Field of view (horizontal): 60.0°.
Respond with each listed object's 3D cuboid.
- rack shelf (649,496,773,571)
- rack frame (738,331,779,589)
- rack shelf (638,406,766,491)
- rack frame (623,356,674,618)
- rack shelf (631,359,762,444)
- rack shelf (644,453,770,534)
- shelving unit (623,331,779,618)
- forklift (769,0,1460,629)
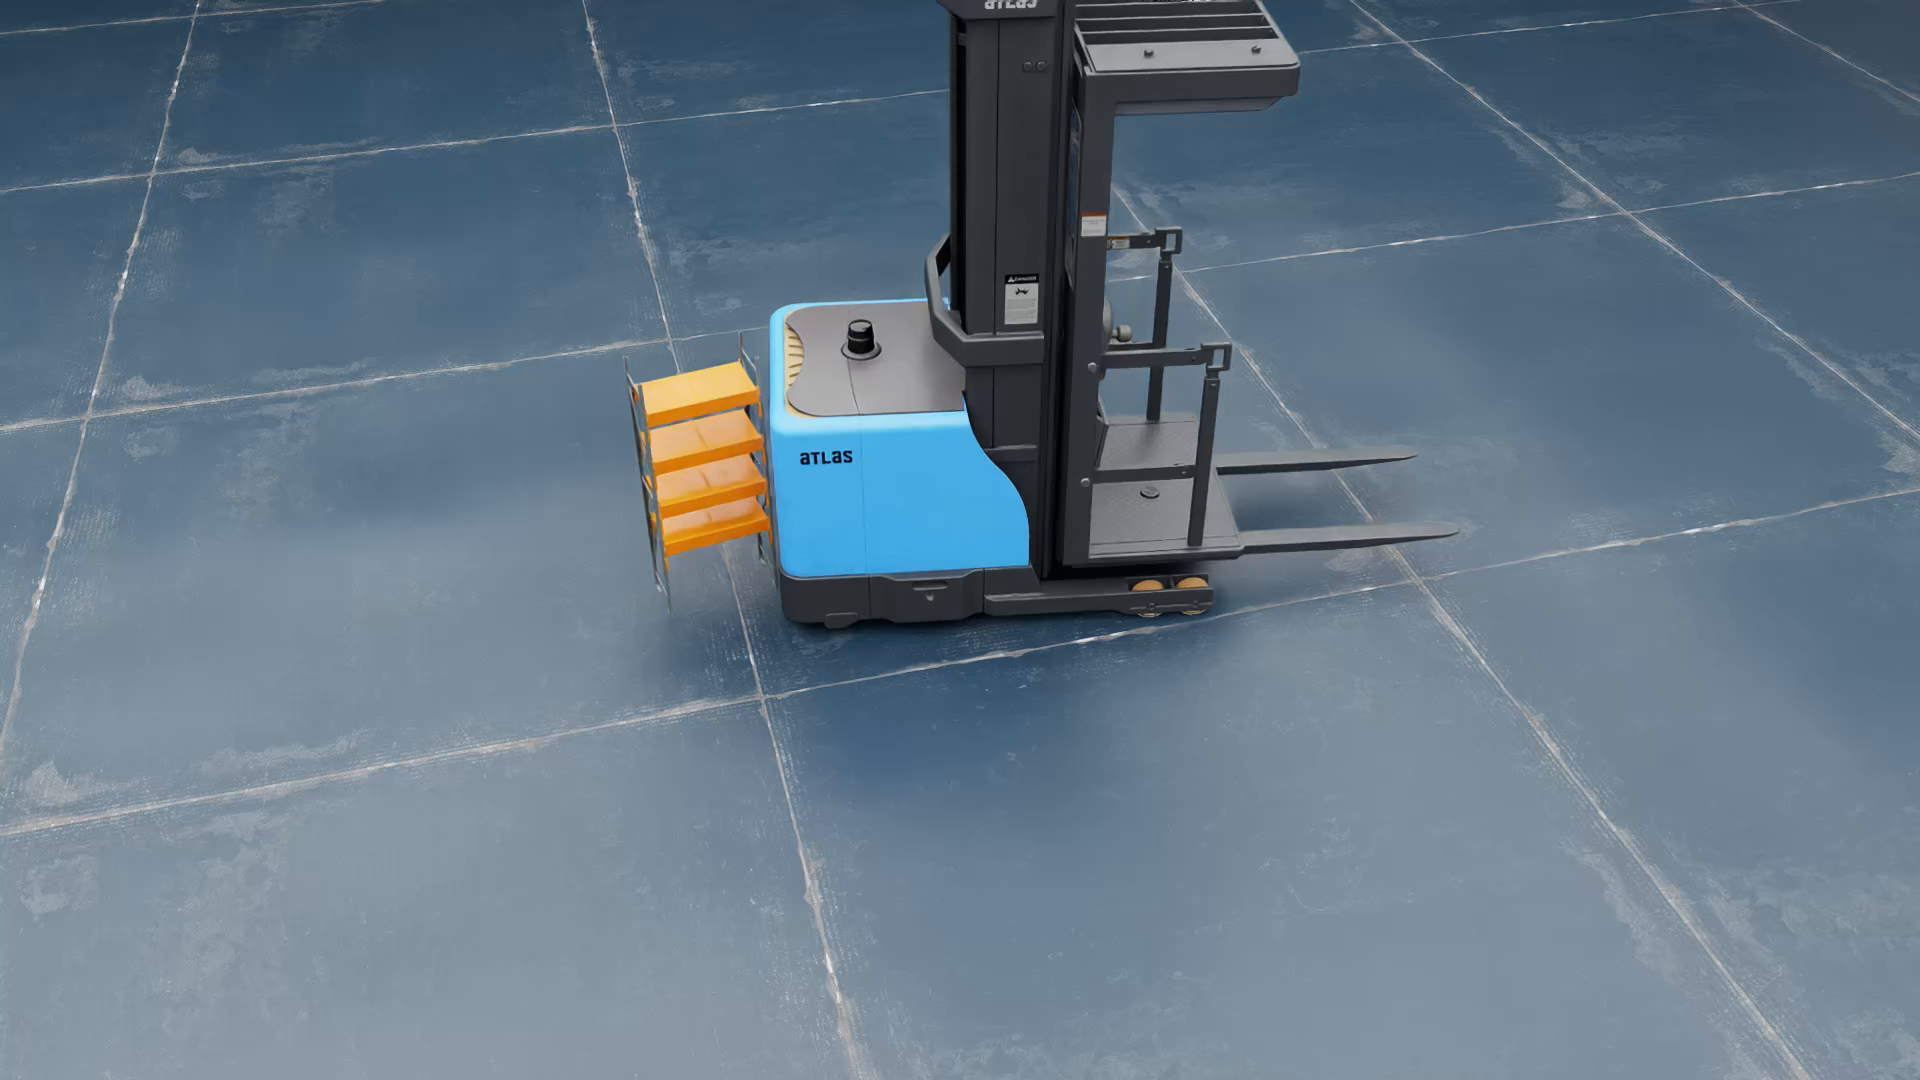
[{"bbox_3d":[-1.091,-0.054,7.270,0.480,0.148,0.258,-15,40,-19],"label":"rack shelf"},{"bbox_3d":[-0.868,-0.325,7.187,0.015,1.200,0.240,-15,40,-19],"label":"rack frame"},{"bbox_3d":[-1.091,-0.389,7.013,0.480,0.148,0.258,-15,40,-19],"label":"rack shelf"},{"bbox_3d":[-1.314,-0.204,7.030,0.015,1.200,0.240,-15,40,-19],"label":"rack frame"},{"bbox_3d":[-1.091,-0.577,6.870,0.480,0.148,0.258,-15,40,-19],"label":"rack shelf"},{"bbox_3d":[-1.091,-0.211,7.149,0.480,0.148,0.258,-15,40,-19],"label":"rack shelf"},{"bbox_3d":[-1.091,-0.265,7.108,0.503,1.200,0.258,-15,40,-19],"label":"shelving unit"},{"bbox_3d":[0.698,-1.143,6.832,3.031,2.935,1.130,-3,38,-4],"label":"forklift"}]
